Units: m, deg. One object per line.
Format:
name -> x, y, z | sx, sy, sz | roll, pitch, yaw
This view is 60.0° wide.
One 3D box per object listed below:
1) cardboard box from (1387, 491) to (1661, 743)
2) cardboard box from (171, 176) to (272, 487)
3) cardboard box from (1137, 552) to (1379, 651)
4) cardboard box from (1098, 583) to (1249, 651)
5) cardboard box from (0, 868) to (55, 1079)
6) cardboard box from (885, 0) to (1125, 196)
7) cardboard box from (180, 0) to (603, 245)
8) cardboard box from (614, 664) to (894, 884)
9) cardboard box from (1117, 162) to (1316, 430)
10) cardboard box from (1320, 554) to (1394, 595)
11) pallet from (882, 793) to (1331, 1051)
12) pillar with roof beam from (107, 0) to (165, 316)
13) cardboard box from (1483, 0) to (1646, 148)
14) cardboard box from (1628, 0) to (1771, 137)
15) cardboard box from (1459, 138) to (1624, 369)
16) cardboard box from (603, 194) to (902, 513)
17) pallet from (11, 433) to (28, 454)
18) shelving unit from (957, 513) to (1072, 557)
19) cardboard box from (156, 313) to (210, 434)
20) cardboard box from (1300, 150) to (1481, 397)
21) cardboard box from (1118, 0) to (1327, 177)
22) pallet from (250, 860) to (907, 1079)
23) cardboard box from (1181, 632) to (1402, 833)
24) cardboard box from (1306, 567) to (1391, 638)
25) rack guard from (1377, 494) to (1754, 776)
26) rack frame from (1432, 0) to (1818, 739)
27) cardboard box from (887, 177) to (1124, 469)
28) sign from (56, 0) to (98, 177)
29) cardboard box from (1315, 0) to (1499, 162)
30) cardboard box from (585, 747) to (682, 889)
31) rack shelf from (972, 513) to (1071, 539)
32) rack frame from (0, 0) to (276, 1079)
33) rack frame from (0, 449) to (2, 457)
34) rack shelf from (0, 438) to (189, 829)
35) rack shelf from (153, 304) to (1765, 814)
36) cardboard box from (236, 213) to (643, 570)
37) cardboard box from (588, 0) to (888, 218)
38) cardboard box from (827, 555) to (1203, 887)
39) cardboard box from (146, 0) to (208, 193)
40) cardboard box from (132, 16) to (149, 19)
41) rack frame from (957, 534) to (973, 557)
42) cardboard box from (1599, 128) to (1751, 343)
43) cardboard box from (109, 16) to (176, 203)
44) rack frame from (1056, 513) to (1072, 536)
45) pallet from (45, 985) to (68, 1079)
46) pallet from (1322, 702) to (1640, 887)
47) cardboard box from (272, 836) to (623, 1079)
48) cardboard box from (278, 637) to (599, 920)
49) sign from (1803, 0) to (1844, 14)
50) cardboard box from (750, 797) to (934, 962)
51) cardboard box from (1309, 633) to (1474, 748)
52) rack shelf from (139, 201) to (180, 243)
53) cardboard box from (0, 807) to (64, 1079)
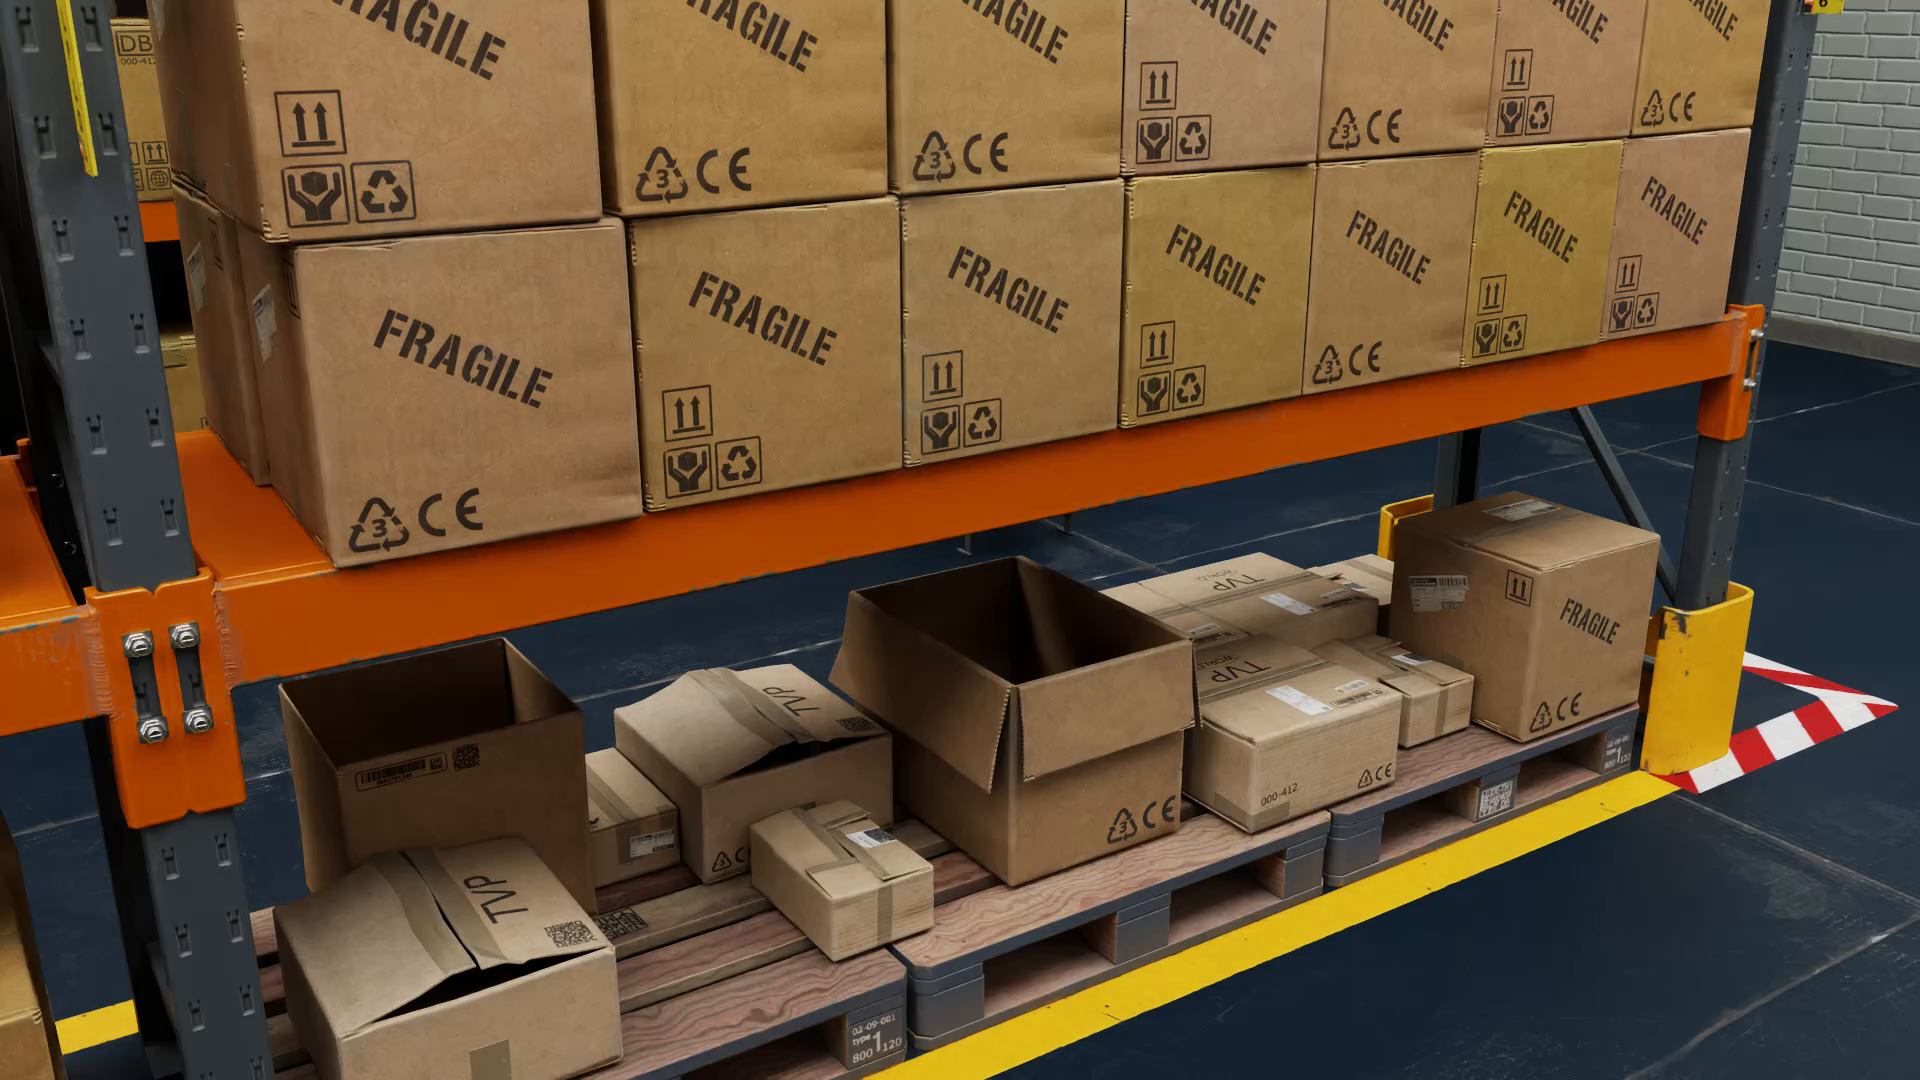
cardboard box -> 1.573, 0.199, 4.689 | 0.500, 0.500, 0.500 | -12, 22, -31
cardboard box -> -1.173, -0.438, 3.201 | 0.500, 0.500, 0.500 | -11, 22, -31
cardboard box -> 0.864, 0.264, 4.888 | 0.500, 0.250, 0.500 | -12, 22, -31
cardboard box -> 0.446, 0.352, 4.627 | 0.500, 0.250, 0.500 | -12, 22, -31
cardboard box -> -1.704, 0.905, 2.599 | 0.500, 0.500, 0.500 | -12, 22, -32
cardboard box -> -0.040, -0.944, 3.137 | 0.500, 0.500, 0.500 | -13, 22, -33
cardboard box -> -0.901, -0.763, 2.600 | 0.500, 0.500, 0.500 | -11, 22, -30
cardboard box -> -0.503, 0.523, 4.026 | 0.500, 0.311, 0.500 | -12, 22, -31
cardboard box -> 0.395, -0.567, 3.582 | 0.500, 0.500, 0.500 | -12, 22, -32
cardboard box -> 1.353, 0.185, 5.277 | 0.250, 0.149, 0.380 | -12, 22, -31
pallet -> 0.145, 0.750, 4.197 | 1.213, 0.211, 1.003 | -12, 22, -31
pillar with roof beam -> -1.700, -3.604, 3.353 | 0.400, 9.000, 9.100 | -12, 22, -31
cardboard box -> 1.250, -1.218, 3.948 | 0.500, 0.500, 0.500 | -11, 22, -30
cardboard box -> 1.671, -1.308, 4.212 | 0.500, 0.500, 0.500 | -12, 22, -32
cardboard box -> 1.236, -0.742, 4.100 | 0.500, 0.500, 0.500 | -12, 22, -31
cardboard box -> -0.448, -0.389, 3.057 | 0.500, 0.500, 0.500 | -11, 22, -30
pallet -> -3.498, -0.350, 7.452 | 1.213, 0.211, 1.003 | -12, 22, -31
shelving unit -> 0.138, -1.024, 6.495 | 0.503, 2.100, 0.431 | -12, 22, -31
cardboard box -> -3.496, -0.677, 7.312 | 0.500, 0.500, 0.700 | -12, 22, -31
cardboard box -> 0.816, -0.655, 3.844 | 0.500, 0.500, 0.500 | -12, 22, -31
cardboard box -> 0.390, -1.035, 3.407 | 0.500, 0.500, 0.500 | -11, 22, -30
pallet -> -0.875, 0.966, 3.557 | 1.213, 0.211, 1.003 | -12, 22, -31
cardboard box -> 0.763, 0.477, 4.258 | 0.500, 0.250, 0.500 | -12, 22, -31
cardboard box -> 1.144, 0.221, 5.144 | 0.250, 0.166, 0.380 | -12, 22, -31
rack guard -> 1.828, 0.259, 5.198 | 0.348, 0.500, 1.175 | -12, 22, -31
rack frame -> 1.892, -0.939, 4.837 | 0.127, 3.000, 1.000 | -12, 22, -31
cardboard box -> -0.029, -0.477, 3.315 | 0.500, 0.500, 0.500 | -12, 22, -32
sign -> -1.141, -0.635, 2.131 | 0.005, 0.325, 0.100 | -12, 22, -31
cardboard box -> 0.819, -1.126, 3.674 | 0.500, 0.500, 0.500 | -11, 22, -30
cardboard box -> -0.849, 0.650, 3.904 | 0.250, 0.149, 0.380 | -12, 22, -31
rack shelf -> 0.138, -0.348, 6.723 | 0.480, 0.518, 0.431 | -12, 22, -31
rack frame -> -1.449, -0.234, 2.753 | 0.127, 3.000, 1.000 | -12, 22, -31
rack frame -> -4.177, -1.558, 6.671 | 0.127, 3.000, 1.000 | -12, 22, -31
rack shelf -> -3.119, 0.459, 1.827 | 4.000, 0.370, 1.077 | -12, 22, -31
rack shelf -> 0.221, -0.245, 3.911 | 4.000, 0.370, 1.077 | -12, 22, -31
cardboard box -> -0.873, -0.298, 2.787 | 0.500, 0.500, 0.500 | -11, 22, -30
cardboard box -> -0.470, -0.854, 2.869 | 0.500, 0.500, 0.500 | -13, 22, -33
cardboard box -> 0.117, 0.408, 4.066 | 0.637, 0.503, 0.797 | -12, 22, -31
cardboard box -> -1.169, -0.913, 3.045 | 0.500, 0.500, 0.500 | -12, 22, -31
cardboard box -> -3.102, -1.919, 7.268 | 0.700, 0.700, 0.980 | -13, 22, -33
rack frame -> -0.066, -0.981, 6.368 | 0.015, 2.100, 0.400 | -12, 22, -31
cardboard box -> 1.667, -0.834, 4.373 | 0.500, 0.500, 0.500 | -11, 22, -30
cardboard box -> -3.715, -1.792, 6.892 | 0.700, 0.700, 0.980 | -12, 22, -31
rack frame -> 0.342, -1.067, 6.622 | 0.015, 2.100, 0.400 | -12, 22, -31
pallet -> -2.108, 1.240, 2.746 | 1.213, 0.211, 1.003 | -12, 22, -31
pallet -> 1.163, 0.537, 4.828 | 1.213, 0.211, 1.003 | -12, 22, -31
cardboard box -> -0.979, 0.815, 3.161 | 0.500, 0.311, 0.500 | -12, 22, -31
cardboard box -> -1.129, 0.566, 3.605 | 0.500, 0.500, 0.500 | -12, 22, -31
sign -> 2.180, -1.485, 4.152 | 0.005, 0.325, 0.100 | -12, 22, -31
cardboard box -> -0.263, 0.729, 3.643 | 0.250, 0.166, 0.380 | -12, 22, -31
cardboard box -> 1.185, 0.404, 4.603 | 0.250, 0.166, 0.380 | -12, 22, -31
rack shelf -> -2.506, -1.570, 7.828 | 4.000, 0.370, 1.077 | -12, 22, -31
cardboard box -> -1.987, 0.762, 3.024 | 0.500, 0.500, 0.500 | -13, 23, -34
